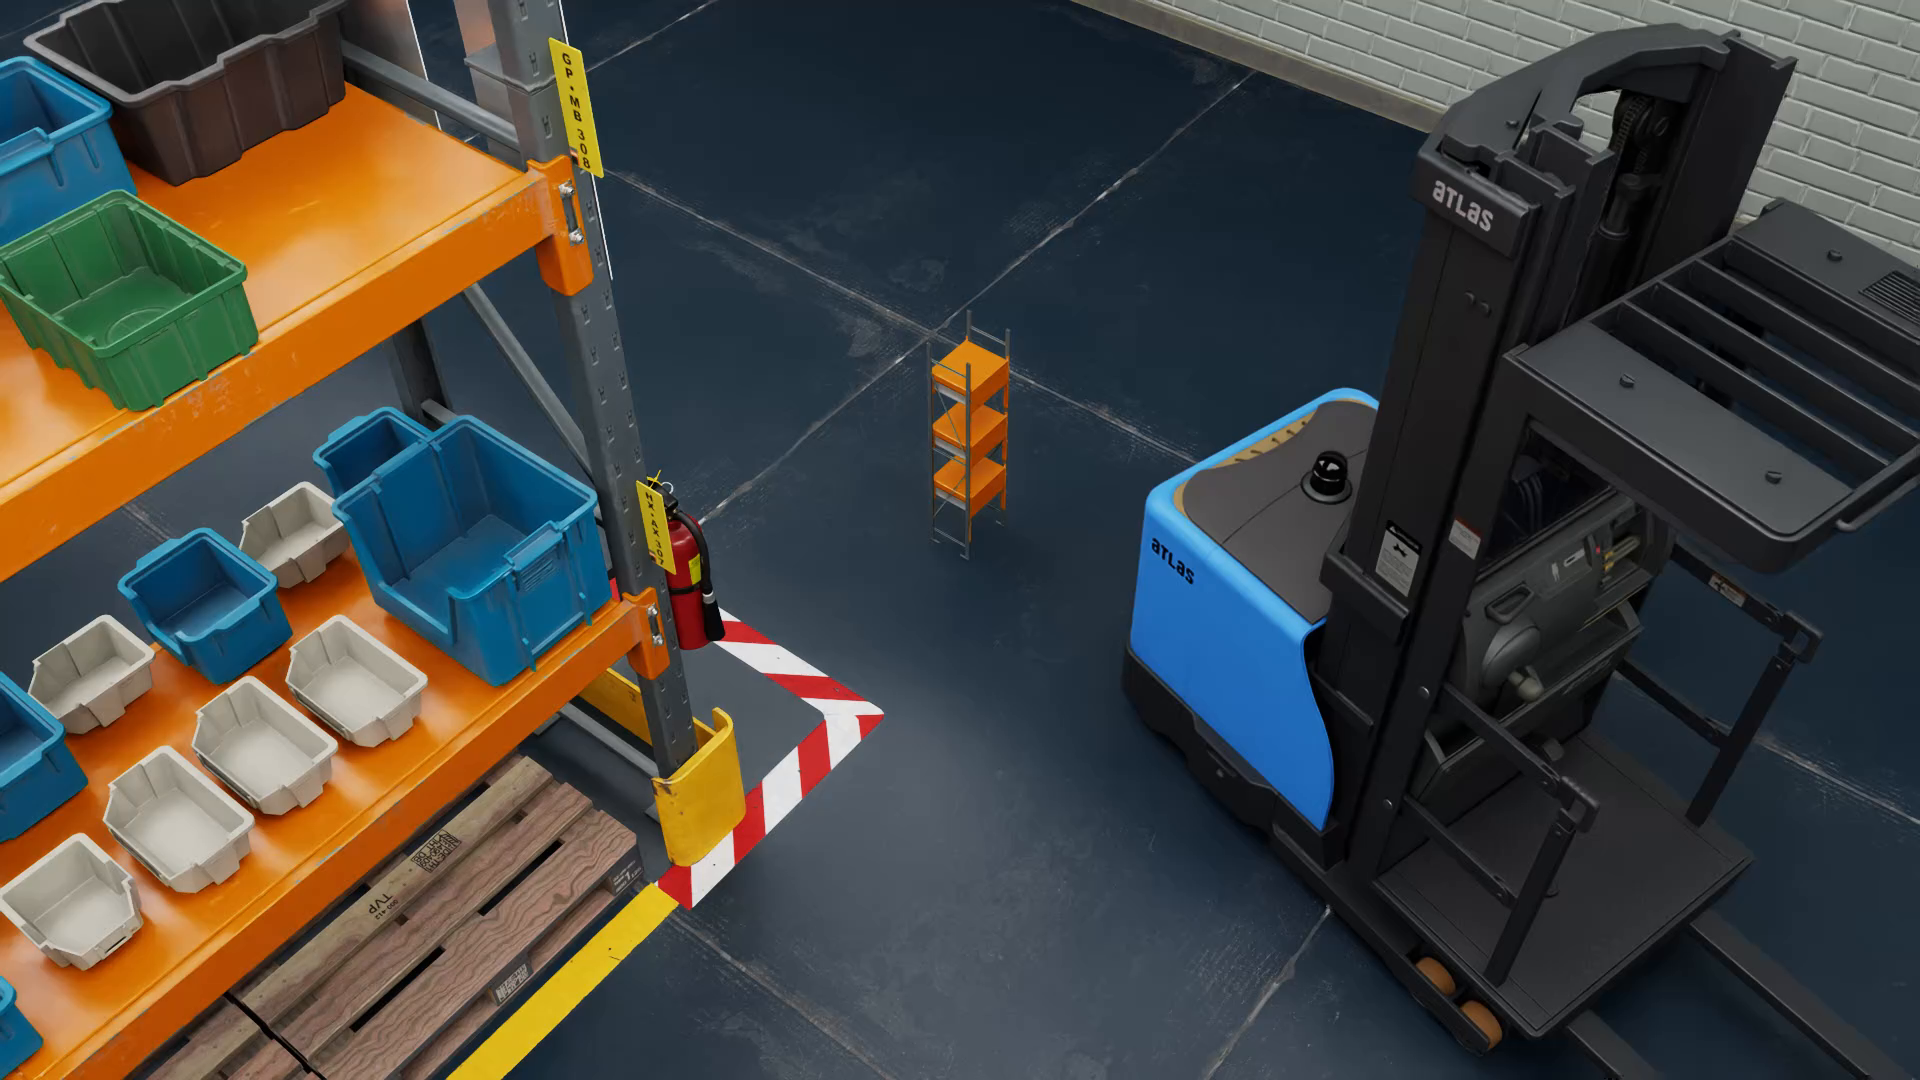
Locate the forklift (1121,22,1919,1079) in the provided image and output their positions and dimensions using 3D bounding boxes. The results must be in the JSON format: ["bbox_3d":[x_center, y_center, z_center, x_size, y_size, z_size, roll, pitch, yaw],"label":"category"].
[{"bbox_3d":[1.885,0.223,4.674,1.130,2.935,3.031,-28,52,-24],"label":"forklift"}]

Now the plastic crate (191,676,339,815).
[{"bbox_3d":[-1.858,0.566,4.440,0.396,0.136,0.243,29,53,25],"label":"plastic crate"}]

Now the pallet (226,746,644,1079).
[{"bbox_3d":[-1.849,1.208,5.615,1.003,0.211,1.213,29,53,25],"label":"pallet"}]

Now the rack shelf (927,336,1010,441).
[{"bbox_3d":[0.033,-0.582,6.367,0.215,0.259,0.240,29,53,25],"label":"rack shelf"}]

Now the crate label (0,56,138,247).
[{"bbox_3d":[-2.134,-0.810,3.642,0.408,0.251,0.502,29,53,25],"label":"crate label"}]

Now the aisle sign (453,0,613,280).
[{"bbox_3d":[-1.038,-1.020,4.017,0.394,0.787,0.004,29,53,25],"label":"aisle sign"}]

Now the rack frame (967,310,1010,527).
[{"bbox_3d":[0.107,-0.463,6.631,0.200,1.050,0.008,29,53,25],"label":"rack frame"}]

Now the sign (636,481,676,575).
[{"bbox_3d":[-0.869,-0.033,4.759,0.100,0.325,0.005,29,53,25],"label":"sign"}]

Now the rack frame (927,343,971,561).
[{"bbox_3d":[-0.042,-0.323,6.498,0.200,1.050,0.008,29,53,25],"label":"rack frame"}]

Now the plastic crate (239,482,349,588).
[{"bbox_3d":[-1.987,0.003,4.978,0.250,0.136,0.298,29,53,25],"label":"plastic crate"}]

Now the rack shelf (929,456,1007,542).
[{"bbox_3d":[0.033,-0.194,6.773,0.215,0.259,0.240,29,53,25],"label":"rack shelf"}]

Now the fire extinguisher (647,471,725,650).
[{"bbox_3d":[-0.862,0.060,5.094,0.296,0.674,0.183,29,53,25],"label":"fire extinguisher"}]

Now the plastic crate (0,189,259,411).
[{"bbox_3d":[-1.691,-0.482,3.373,0.450,0.188,0.336,29,53,25],"label":"plastic crate"}]

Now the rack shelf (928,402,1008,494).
[{"bbox_3d":[0.033,-0.386,6.572,0.215,0.259,0.240,29,53,25],"label":"rack shelf"}]

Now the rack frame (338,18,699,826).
[{"bbox_3d":[-1.314,-0.210,5.041,1.000,3.000,0.127,29,53,25],"label":"rack frame"}]

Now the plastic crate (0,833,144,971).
[{"bbox_3d":[-2.175,0.914,4.108,0.298,0.136,0.250,29,53,25],"label":"plastic crate"}]

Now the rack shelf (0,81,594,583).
[{"bbox_3d":[-2.537,0.147,3.123,1.077,0.370,4.000,29,53,25],"label":"rack shelf"}]

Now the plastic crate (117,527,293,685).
[{"bbox_3d":[-2.128,0.199,4.724,0.416,0.233,0.300,29,53,25],"label":"plastic crate"}]

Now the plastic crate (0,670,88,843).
[{"bbox_3d":[-2.531,0.576,4.364,0.416,0.233,0.300,29,53,25],"label":"plastic crate"}]

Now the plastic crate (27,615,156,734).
[{"bbox_3d":[-2.402,0.391,4.608,0.250,0.136,0.298,29,53,25],"label":"plastic crate"}]

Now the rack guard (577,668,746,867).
[{"bbox_3d":[-1.310,0.634,5.964,1.175,0.500,0.348,29,53,25],"label":"rack guard"}]

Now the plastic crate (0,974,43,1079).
[{"bbox_3d":[-2.367,1.115,3.849,0.416,0.233,0.300,29,53,25],"label":"plastic crate"}]

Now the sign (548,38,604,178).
[{"bbox_3d":[-0.869,-0.976,3.771,0.100,0.325,0.005,29,53,25],"label":"sign"}]

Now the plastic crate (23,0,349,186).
[{"bbox_3d":[-1.770,-1.104,3.911,0.497,0.269,0.590,29,53,25],"label":"plastic crate"}]

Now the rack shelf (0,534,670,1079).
[{"bbox_3d":[-2.537,1.183,4.208,1.077,0.370,4.000,29,53,25],"label":"rack shelf"}]

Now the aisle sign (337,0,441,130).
[{"bbox_3d":[-1.505,-1.281,4.266,0.394,0.787,0.004,29,53,25],"label":"aisle sign"}]

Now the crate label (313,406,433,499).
[{"bbox_3d":[-1.726,-0.177,5.084,0.416,0.233,0.303,29,53,25],"label":"crate label"}]

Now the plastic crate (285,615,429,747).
[{"bbox_3d":[-1.670,0.407,4.592,0.396,0.136,0.243,29,53,25],"label":"plastic crate"}]

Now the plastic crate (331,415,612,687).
[{"bbox_3d":[-1.371,0.031,4.745,0.616,0.435,0.499,29,53,25],"label":"plastic crate"}]

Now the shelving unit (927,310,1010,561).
[{"bbox_3d":[0.033,-0.393,6.564,0.215,1.050,0.252,29,53,25],"label":"shelving unit"}]

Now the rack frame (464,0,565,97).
[{"bbox_3d":[-1.314,-2.282,2.872,1.000,3.000,0.127,29,53,25],"label":"rack frame"}]

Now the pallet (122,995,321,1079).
[{"bbox_3d":[-2.595,1.903,4.951,1.003,0.211,1.213,29,53,25],"label":"pallet"}]

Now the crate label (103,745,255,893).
[{"bbox_3d":[-2.009,0.737,4.278,0.396,0.136,0.243,29,53,25],"label":"crate label"}]
